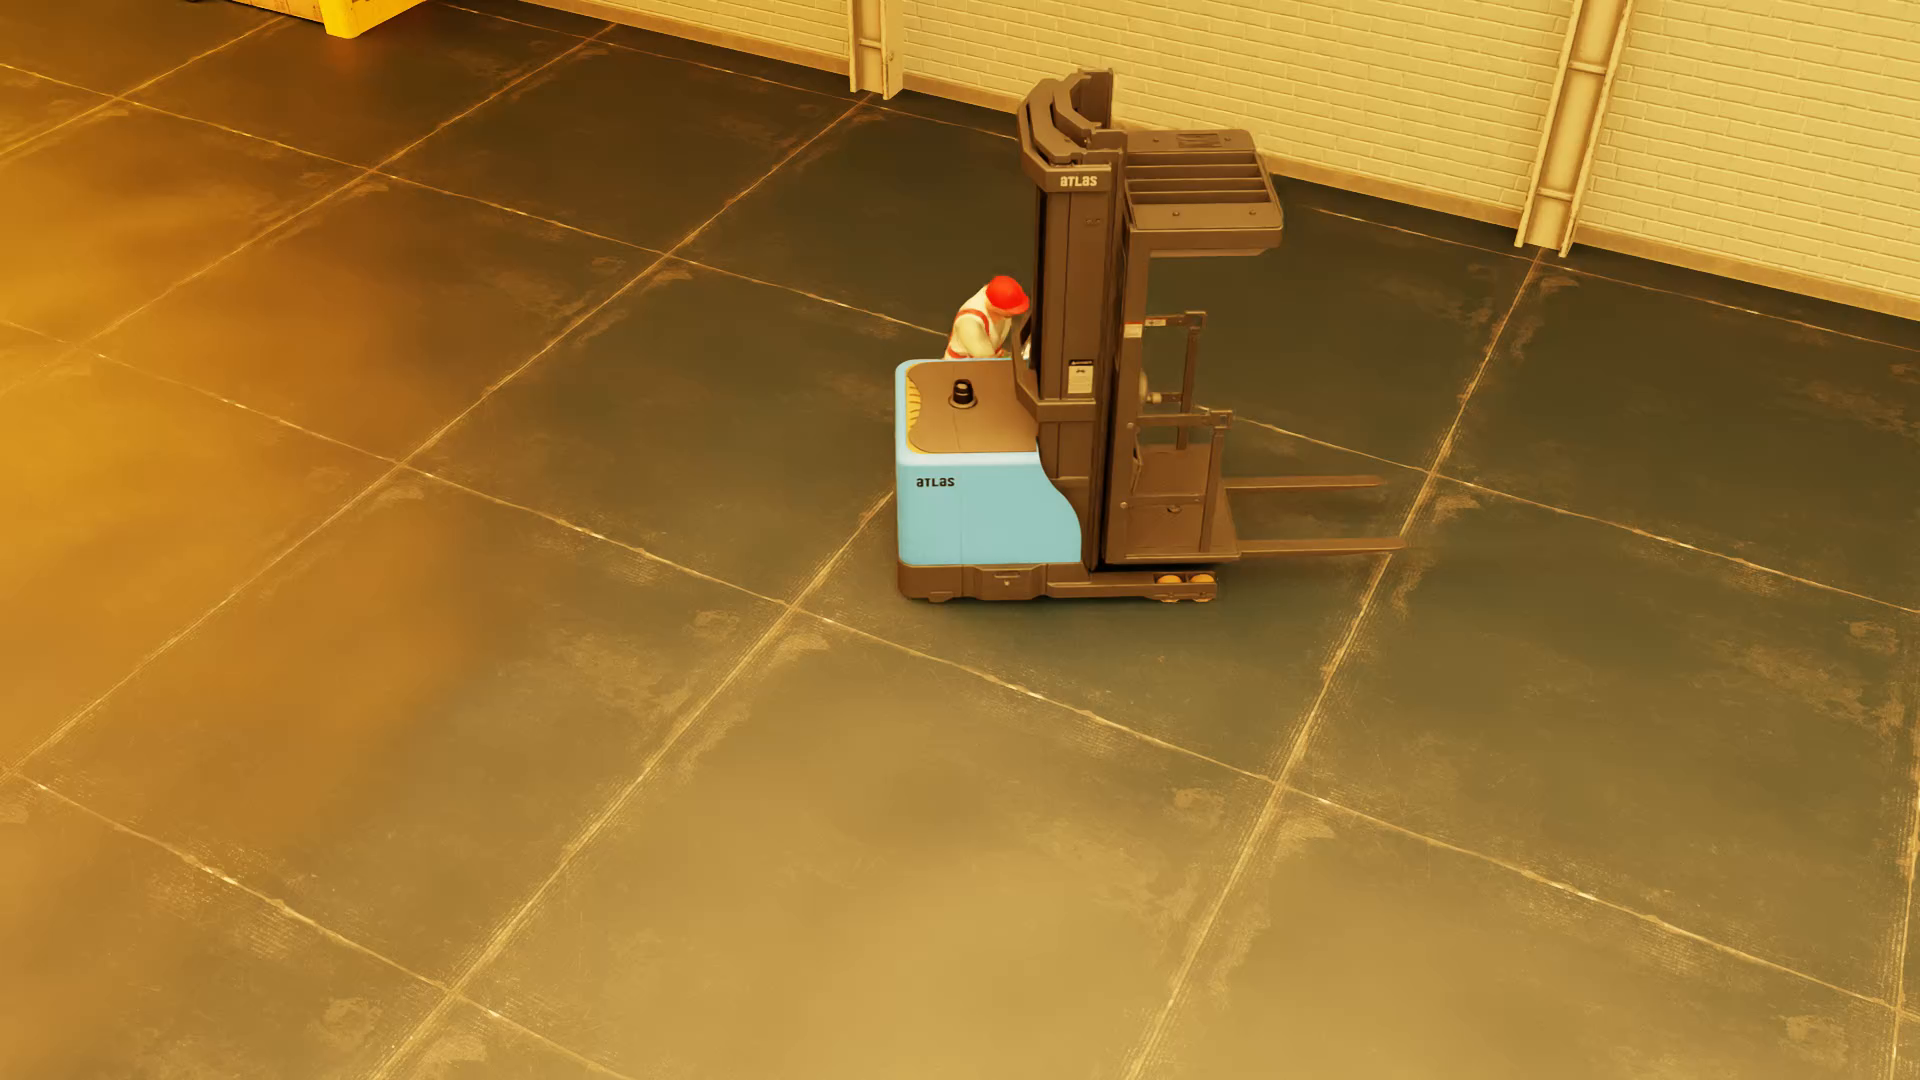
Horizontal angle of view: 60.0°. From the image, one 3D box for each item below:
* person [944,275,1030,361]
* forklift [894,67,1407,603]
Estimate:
[{"bbox_3d":[0.385,-1.072,10.450,0.968,1.486,1.084,28,48,29],"label":"person"},{"bbox_3d":[1.132,-1.093,9.285,3.031,2.935,1.130,-1,40,-1],"label":"forklift"}]
